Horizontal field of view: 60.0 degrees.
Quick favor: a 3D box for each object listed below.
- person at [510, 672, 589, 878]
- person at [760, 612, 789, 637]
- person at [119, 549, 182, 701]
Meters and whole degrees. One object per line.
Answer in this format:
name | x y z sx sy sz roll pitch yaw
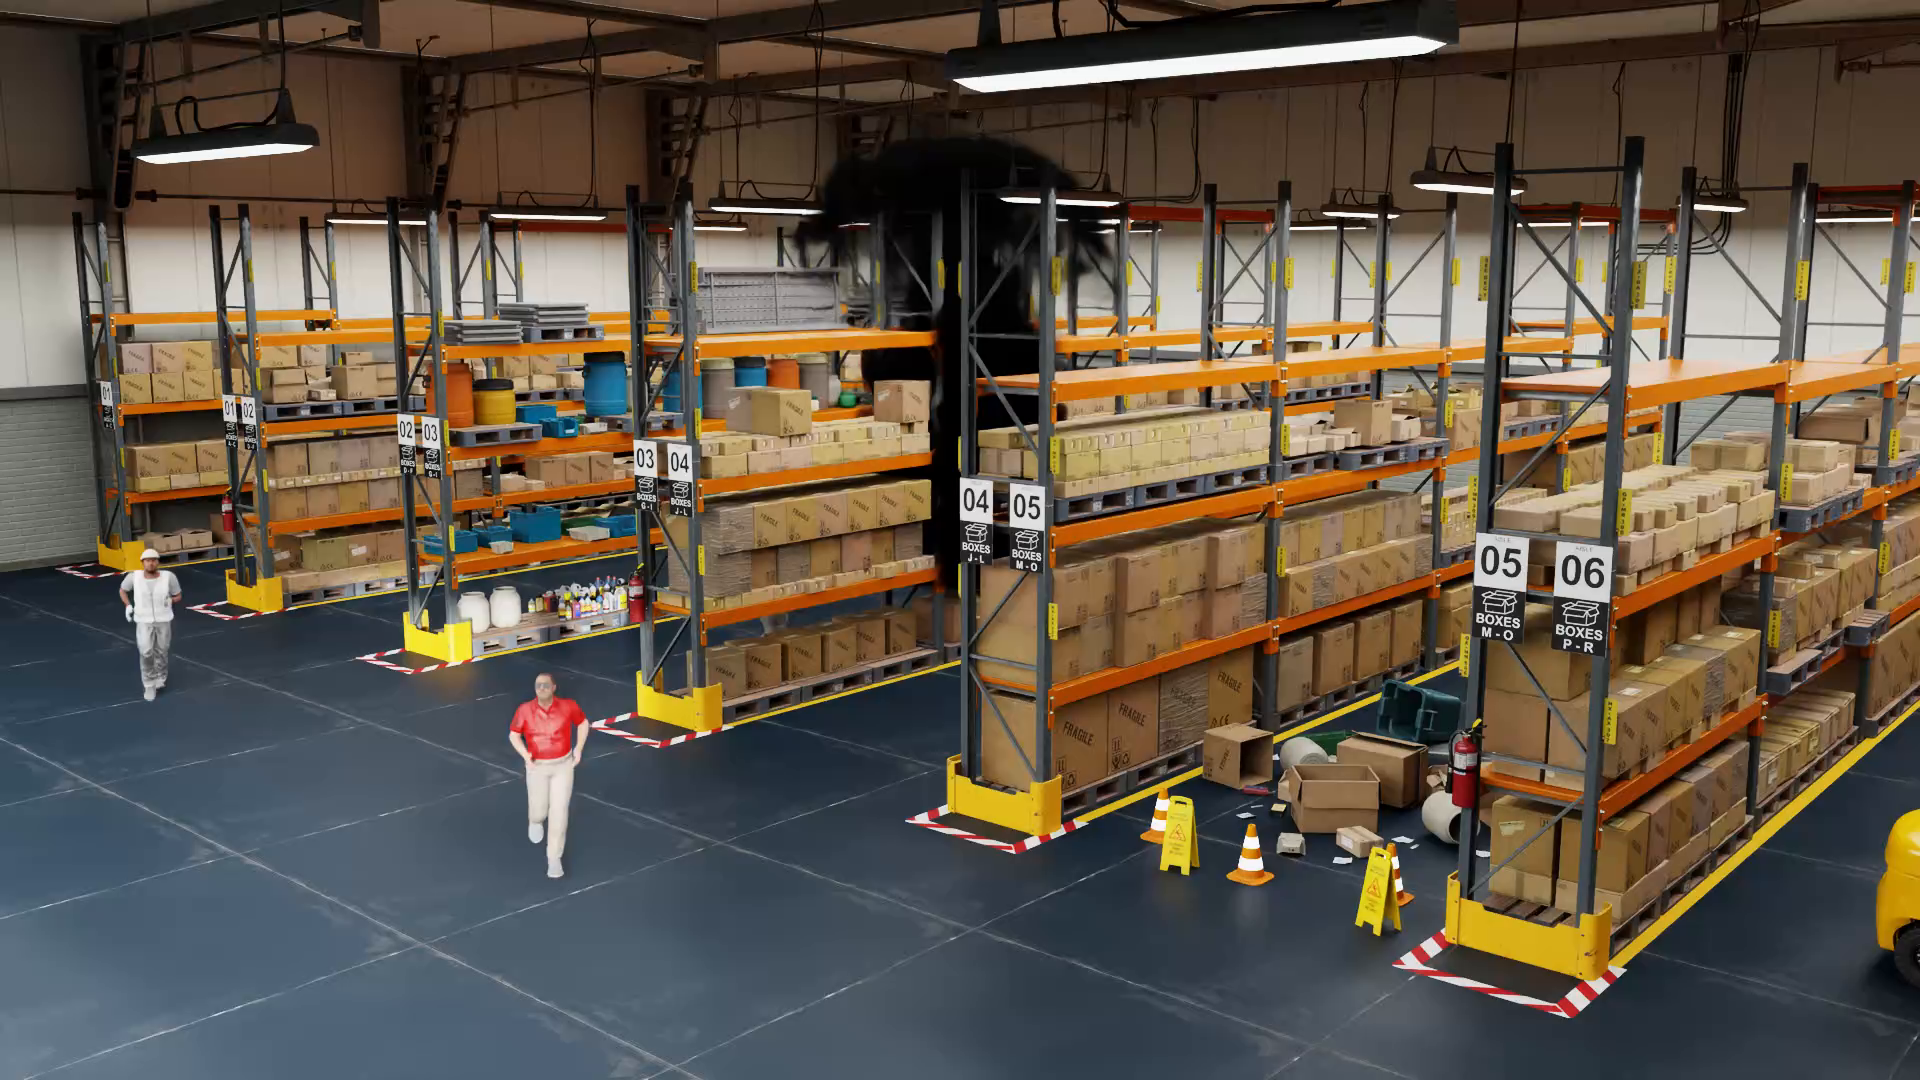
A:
person | -3.542 1.972 14.398 0.670 1.726 0.834 -2 10 -11
person | -2.522 0.444 21.601 0.689 1.753 0.585 8 12 40
person | -9.648 1.008 19.910 0.654 1.830 0.757 -6 11 -31
